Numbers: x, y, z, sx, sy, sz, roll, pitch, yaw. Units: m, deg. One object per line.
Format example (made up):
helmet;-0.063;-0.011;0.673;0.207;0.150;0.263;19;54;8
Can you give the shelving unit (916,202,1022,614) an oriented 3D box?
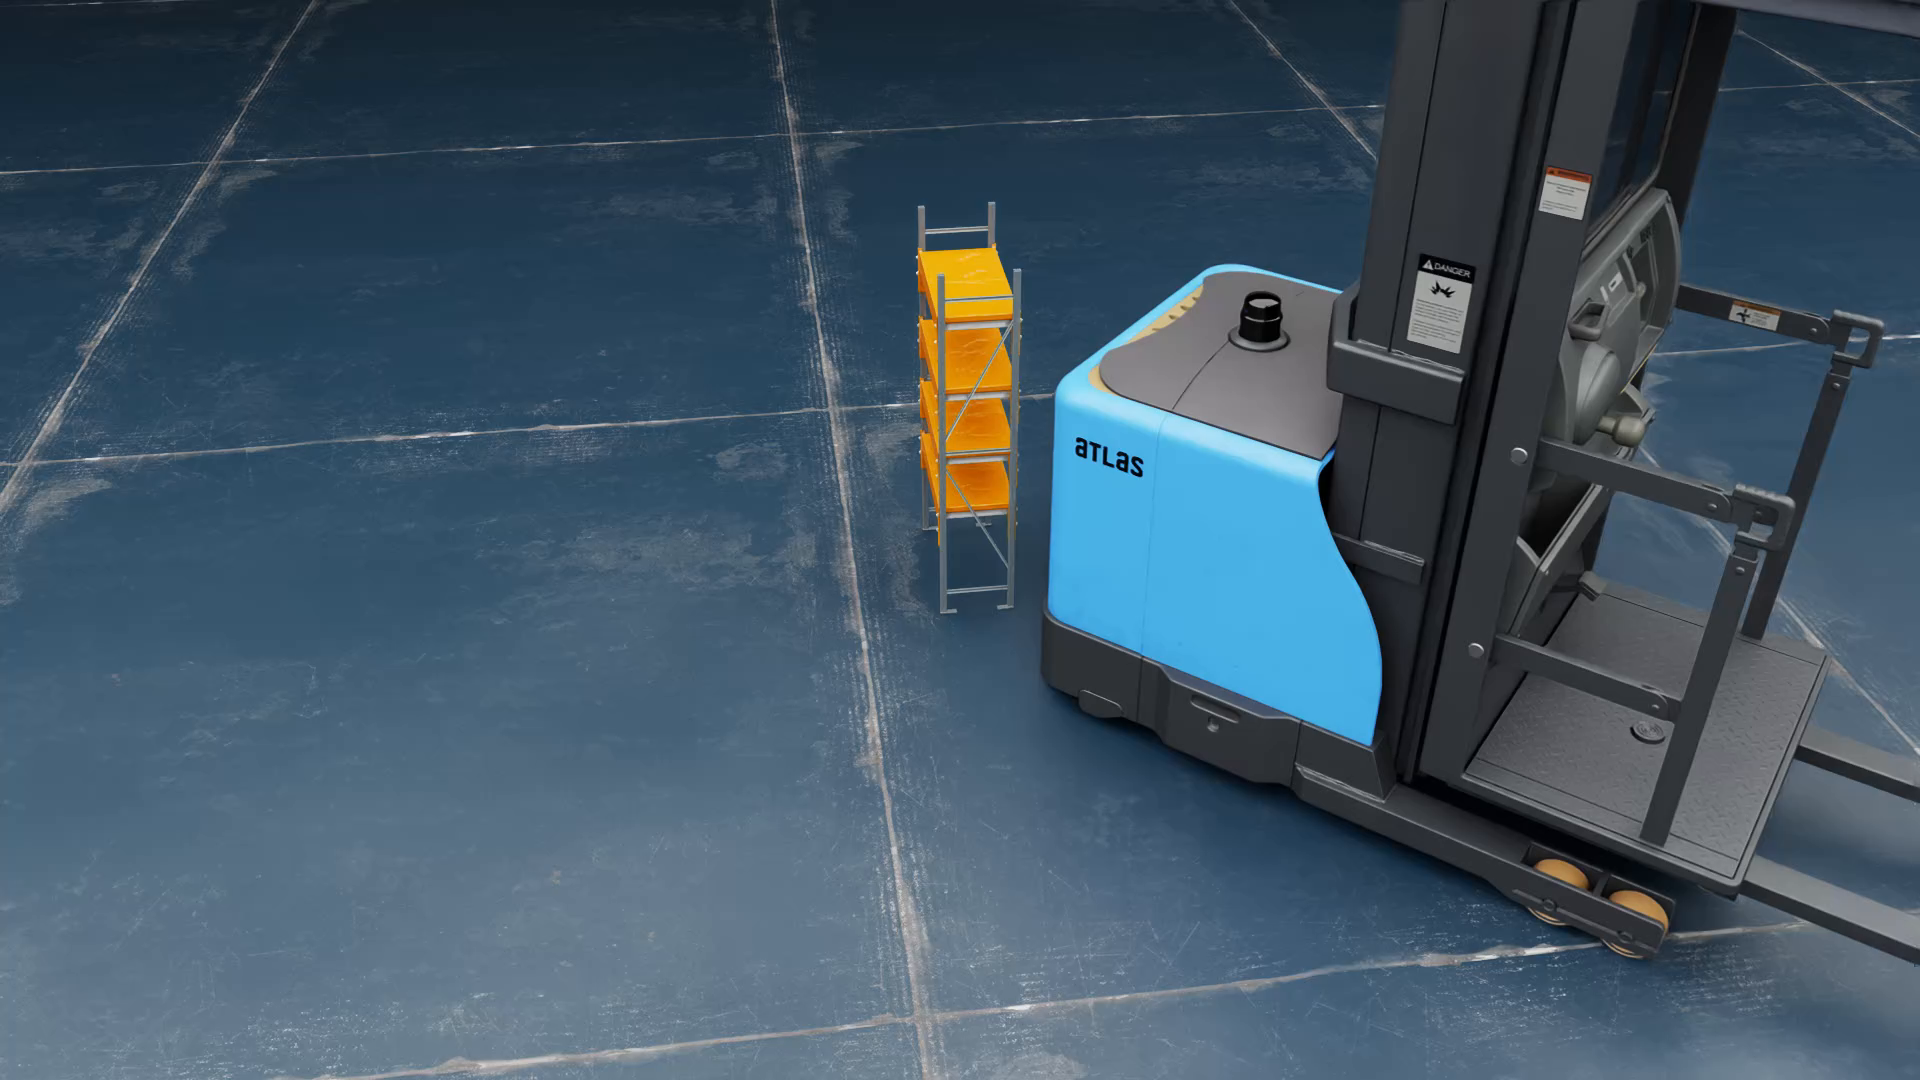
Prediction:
shelving unit;0.022;-0.403;5.277;0.258;1.200;0.503;-4;35;-6

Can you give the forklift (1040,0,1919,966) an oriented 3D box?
forklift;1.747;-0.500;3.881;3.031;2.935;1.130;21;40;28

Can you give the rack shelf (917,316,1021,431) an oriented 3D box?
rack shelf;0.022;-0.533;5.188;0.258;0.148;0.480;-4;35;-6

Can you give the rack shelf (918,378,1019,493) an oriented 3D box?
rack shelf;0.022;-0.348;5.314;0.258;0.148;0.480;-4;35;-6

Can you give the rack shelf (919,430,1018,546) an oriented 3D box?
rack shelf;0.022;-0.184;5.426;0.258;0.148;0.480;-4;35;-6

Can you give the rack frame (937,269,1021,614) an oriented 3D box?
rack frame;0.055;-0.267;5.077;0.240;1.200;0.015;-4;35;-6

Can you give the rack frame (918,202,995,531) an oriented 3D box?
rack frame;-0.011;-0.540;5.476;0.240;1.200;0.015;-4;35;-6

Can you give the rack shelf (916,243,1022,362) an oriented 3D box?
rack shelf;0.022;-0.728;5.055;0.258;0.148;0.480;-4;35;-6
